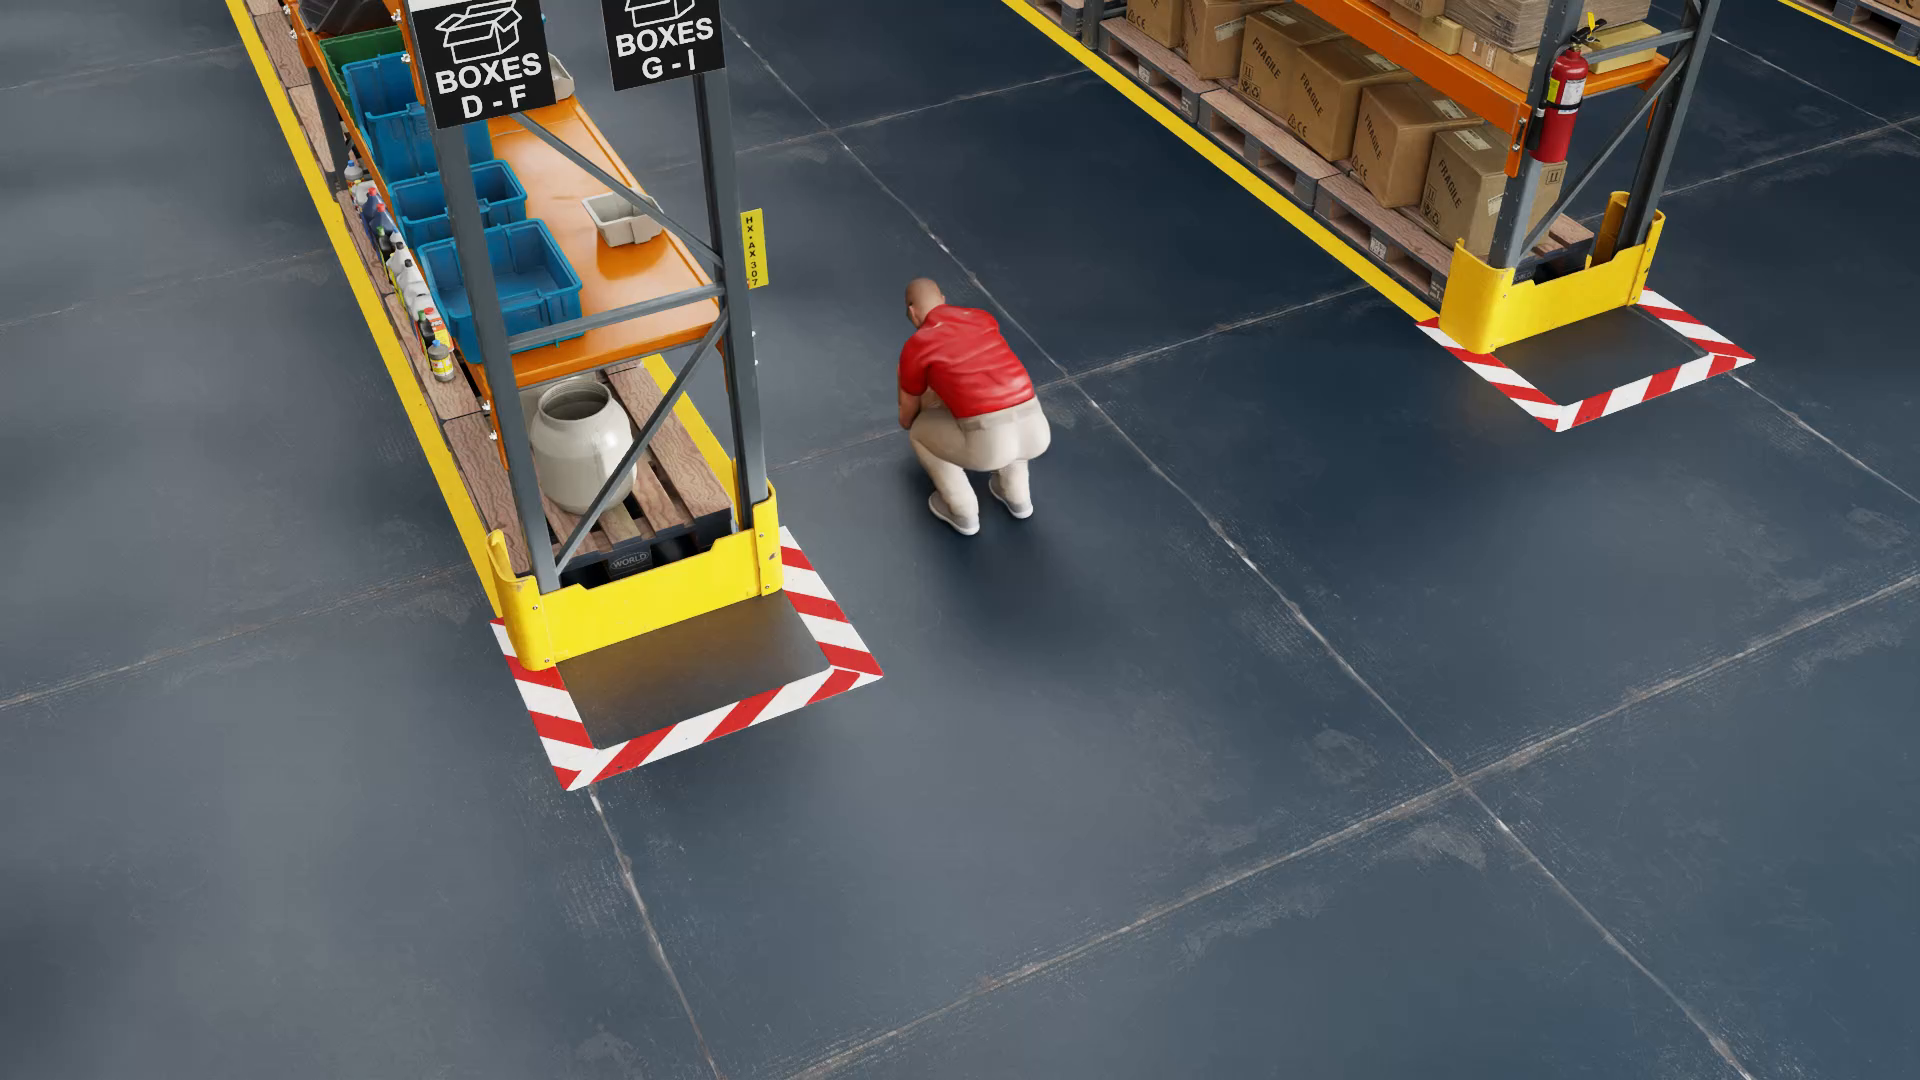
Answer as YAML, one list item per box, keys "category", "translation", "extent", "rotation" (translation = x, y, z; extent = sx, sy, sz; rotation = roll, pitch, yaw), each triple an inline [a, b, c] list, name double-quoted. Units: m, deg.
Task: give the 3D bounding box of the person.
- category: "person"
  translation: [0.027, -0.598, 7.435]
  extent: [0.542, 0.978, 0.919]
  rotation: [-20, 45, -22]
